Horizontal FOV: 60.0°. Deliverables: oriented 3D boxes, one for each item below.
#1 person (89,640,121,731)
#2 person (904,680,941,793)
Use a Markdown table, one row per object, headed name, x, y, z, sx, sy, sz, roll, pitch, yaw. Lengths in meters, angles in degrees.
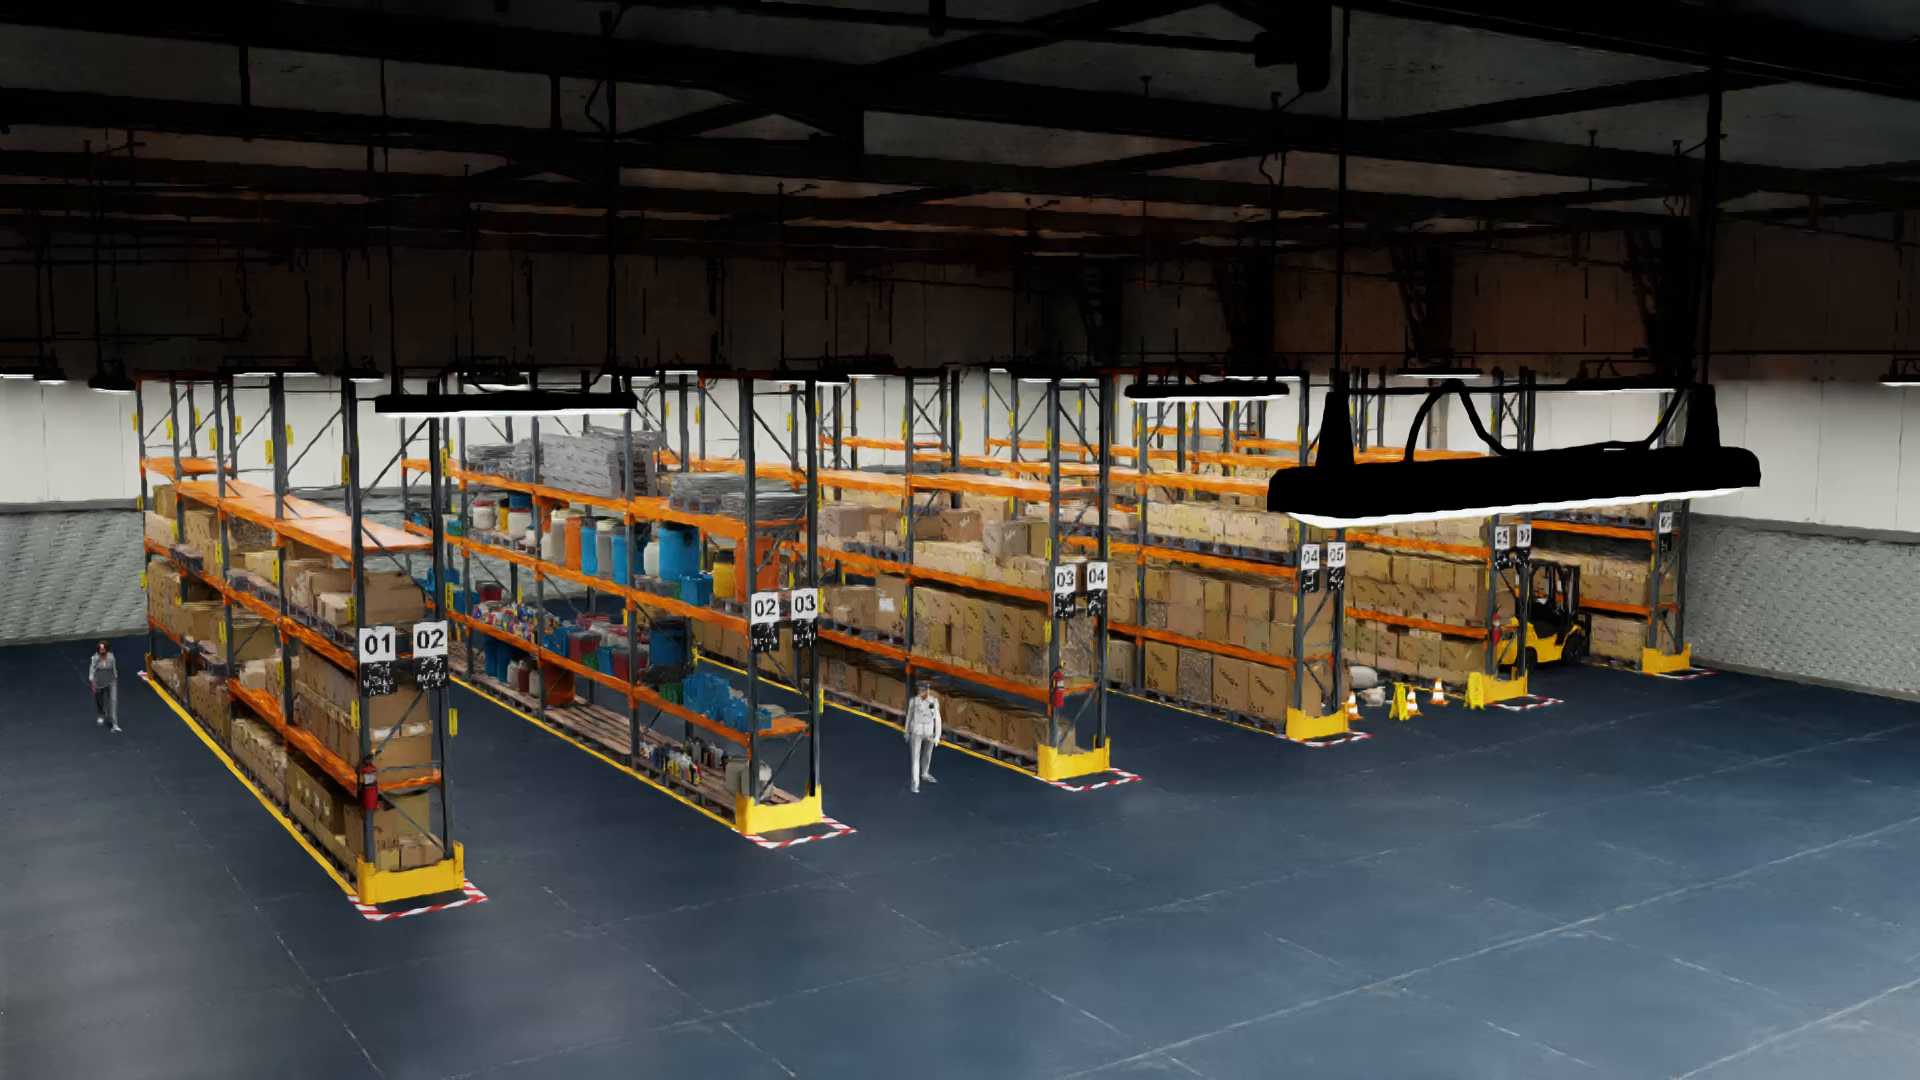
| name | x | y | z | sx | sy | sz | roll | pitch | yaw |
| --- | --- | --- | --- | --- | --- | --- | --- | --- | --- |
| person | -14.378 | 2.417 | 27.920 | 0.417 | 1.517 | 1.037 | -4 | 8 | -31 |
| person | -0.531 | 2.802 | 24.108 | 0.526 | 1.622 | 0.925 | -1 | 7 | -9 |
